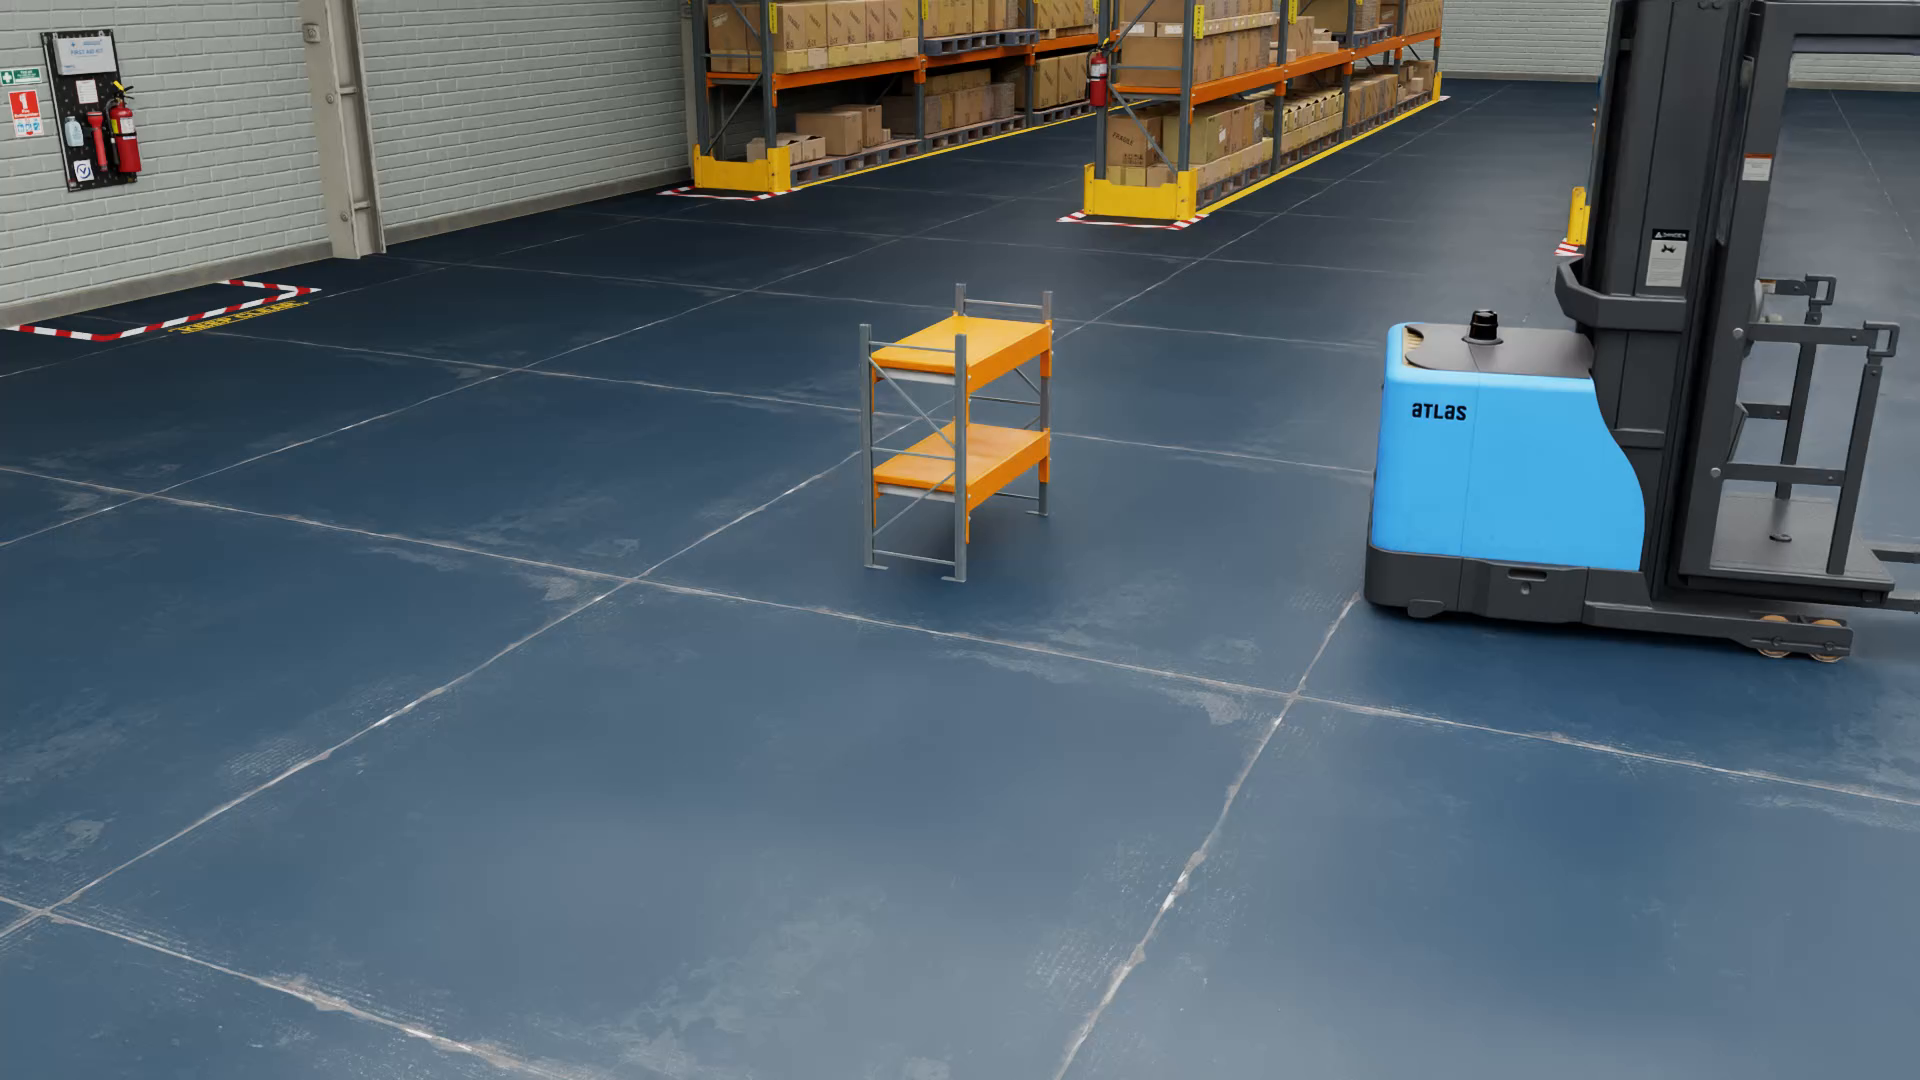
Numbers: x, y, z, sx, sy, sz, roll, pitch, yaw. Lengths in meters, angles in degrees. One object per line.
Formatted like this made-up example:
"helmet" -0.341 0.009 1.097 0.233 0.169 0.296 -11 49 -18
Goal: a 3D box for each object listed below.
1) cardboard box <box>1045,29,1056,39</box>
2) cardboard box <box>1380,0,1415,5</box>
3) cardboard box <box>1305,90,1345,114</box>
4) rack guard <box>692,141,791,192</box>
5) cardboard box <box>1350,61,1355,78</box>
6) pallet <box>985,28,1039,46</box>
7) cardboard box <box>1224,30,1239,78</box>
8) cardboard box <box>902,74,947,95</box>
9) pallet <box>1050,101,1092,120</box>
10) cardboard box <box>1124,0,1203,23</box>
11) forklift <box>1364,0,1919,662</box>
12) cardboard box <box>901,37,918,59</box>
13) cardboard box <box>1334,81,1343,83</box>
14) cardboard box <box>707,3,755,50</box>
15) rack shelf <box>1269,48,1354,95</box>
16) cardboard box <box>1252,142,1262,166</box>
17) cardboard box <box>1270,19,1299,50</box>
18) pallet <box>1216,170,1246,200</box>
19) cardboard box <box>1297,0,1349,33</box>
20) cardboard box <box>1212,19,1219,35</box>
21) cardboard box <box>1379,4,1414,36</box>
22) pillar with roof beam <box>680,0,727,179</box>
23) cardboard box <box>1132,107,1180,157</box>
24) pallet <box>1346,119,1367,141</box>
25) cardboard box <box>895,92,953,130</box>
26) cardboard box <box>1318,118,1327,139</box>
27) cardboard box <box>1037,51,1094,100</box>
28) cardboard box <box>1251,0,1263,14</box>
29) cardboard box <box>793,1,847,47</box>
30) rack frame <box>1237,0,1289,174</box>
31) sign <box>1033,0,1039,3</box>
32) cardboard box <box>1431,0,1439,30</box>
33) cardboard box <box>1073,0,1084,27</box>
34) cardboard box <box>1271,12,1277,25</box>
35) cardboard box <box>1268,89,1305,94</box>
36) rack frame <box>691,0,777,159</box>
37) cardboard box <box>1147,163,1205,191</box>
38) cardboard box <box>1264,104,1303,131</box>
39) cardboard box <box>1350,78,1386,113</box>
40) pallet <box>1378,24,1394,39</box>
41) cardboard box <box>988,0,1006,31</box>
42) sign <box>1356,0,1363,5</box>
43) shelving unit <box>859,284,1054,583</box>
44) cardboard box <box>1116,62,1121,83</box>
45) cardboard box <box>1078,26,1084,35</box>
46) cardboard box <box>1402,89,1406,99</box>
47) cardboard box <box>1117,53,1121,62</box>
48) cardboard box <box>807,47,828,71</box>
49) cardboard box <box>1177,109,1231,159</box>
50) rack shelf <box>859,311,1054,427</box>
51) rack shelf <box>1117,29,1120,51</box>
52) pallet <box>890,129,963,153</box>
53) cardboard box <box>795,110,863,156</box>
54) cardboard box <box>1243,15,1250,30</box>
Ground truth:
"cardboard box" 1.312 -8.108 26.637 0.380 0.149 0.250 9 22 24
"cardboard box" 7.277 -9.171 27.638 0.500 0.500 0.500 9 22 24
"cardboard box" 5.200 -6.297 23.839 0.500 0.311 0.500 9 22 24
"rack guard" -2.576 -4.403 19.603 1.175 0.500 0.348 9 21 23
"cardboard box" 5.998 -7.510 26.564 0.500 0.250 0.500 9 21 23
"pallet" 0.474 -7.680 25.374 1.213 0.211 1.003 9 21 23
"cardboard box" 2.748 -5.541 18.922 0.700 0.500 0.500 9 22 24
"cardboard box" -0.506 -6.525 23.796 0.500 0.250 0.500 8 21 22
"pallet" 1.562 -7.291 28.156 1.003 0.211 1.213 9 21 23
"cardboard box" 2.138 -5.694 17.419 0.700 0.500 0.500 9 21 23
"forklift" 3.294 -1.092 6.665 3.031 2.935 1.130 5 20 13
"cardboard box" -0.886 -6.533 22.055 0.500 0.250 0.500 9 21 23
"cardboard box" 5.780 -6.991 26.225 0.500 0.500 0.500 8 21 21
"cardboard box" -2.608 -6.023 19.502 0.500 0.500 0.500 8 21 22
"rack shelf" 4.371 -6.374 22.489 1.077 0.370 4.000 9 21 23
"cardboard box" 3.348 -4.681 20.131 0.500 0.250 0.500 9 21 23
"cardboard box" 4.097 -6.542 21.739 0.500 0.500 0.500 10 22 27
"pallet" 2.690 -4.176 19.396 1.003 0.211 1.213 9 21 23
"cardboard box" 5.345 -7.777 24.585 0.700 0.500 0.500 2 20 4
"cardboard box" 2.585 -5.556 17.997 0.380 0.149 0.250 8 21 22
"cardboard box" 7.285 -8.713 27.842 0.500 0.500 0.500 9 22 24
"pillar with roof beam" 0.818 -8.126 17.388 9.100 9.000 0.400 9 21 23
"cardboard box" 2.258 -4.647 18.917 0.500 0.500 0.500 9 21 23
"pallet" 5.530 -6.234 25.182 1.003 0.211 1.213 9 21 23
"cardboard box" -0.517 -6.202 24.005 0.700 0.500 0.500 8 21 22
"cardboard box" 4.780 -5.721 23.056 0.500 0.250 0.500 9 22 24
"cardboard box" 1.798 -7.922 28.349 0.750 0.750 0.750 9 22 24
"cardboard box" 3.170 -6.469 19.596 0.700 0.500 0.500 8 21 23
"cardboard box" -1.708 -6.261 20.172 0.500 0.500 0.500 8 21 21
"rack frame" 3.552 -6.102 20.649 1.000 3.000 0.127 9 21 23
"sign" 1.168 -8.440 25.613 0.100 0.325 0.005 9 21 23
"cardboard box" 8.321 -9.484 30.010 0.500 0.500 0.500 9 21 23
"cardboard box" 1.735 -8.784 27.568 0.500 0.500 0.500 9 22 24
"cardboard box" 3.636 -6.342 20.207 0.380 0.149 0.250 9 21 23
"cardboard box" 4.707 -6.371 24.047 0.500 0.311 0.500 9 22 25
"rack frame" -2.607 -5.557 19.119 1.000 3.000 0.127 9 21 23
"cardboard box" 2.336 -3.915 17.976 0.500 0.250 0.500 9 21 23
"cardboard box" 4.158 -5.513 21.633 0.500 0.311 0.500 8 21 22
"cardboard box" 6.471 -7.083 26.484 0.500 0.500 0.500 9 21 23
"pallet" 6.401 -8.227 26.913 1.003 0.211 1.213 9 21 23
"cardboard box" 0.282 -7.938 25.006 0.700 0.500 0.500 6 21 18
"sign" 5.698 -7.795 23.682 0.100 0.325 0.005 9 21 23
"shelving unit" 0.003 -0.532 7.786 0.538 1.125 1.048 9 21 23
"cardboard box" 2.707 -8.460 30.385 0.700 0.500 0.500 9 21 23
"cardboard box" 1.867 -8.592 27.998 0.380 0.149 0.250 8 21 21
"cardboard box" 7.542 -7.784 28.951 0.380 0.166 0.250 9 21 23
"cardboard box" 3.013 -8.846 30.501 0.380 0.149 0.250 9 22 25
"cardboard box" -1.918 -5.762 19.889 0.500 0.250 0.500 8 21 21
"cardboard box" 2.732 -4.576 18.716 0.500 0.500 0.500 9 21 23
"rack shelf" 0.003 -0.808 7.688 0.538 0.278 1.000 9 21 23
"rack shelf" 3.126 -9.498 31.273 1.077 0.370 4.000 9 21 23
"pallet" -0.652 -5.705 23.694 1.003 0.211 1.213 9 21 23
"cardboard box" -1.662 -5.178 21.125 0.700 0.500 0.500 7 21 19
"cardboard box" 3.115 -5.954 19.116 0.380 0.149 0.250 9 22 24
